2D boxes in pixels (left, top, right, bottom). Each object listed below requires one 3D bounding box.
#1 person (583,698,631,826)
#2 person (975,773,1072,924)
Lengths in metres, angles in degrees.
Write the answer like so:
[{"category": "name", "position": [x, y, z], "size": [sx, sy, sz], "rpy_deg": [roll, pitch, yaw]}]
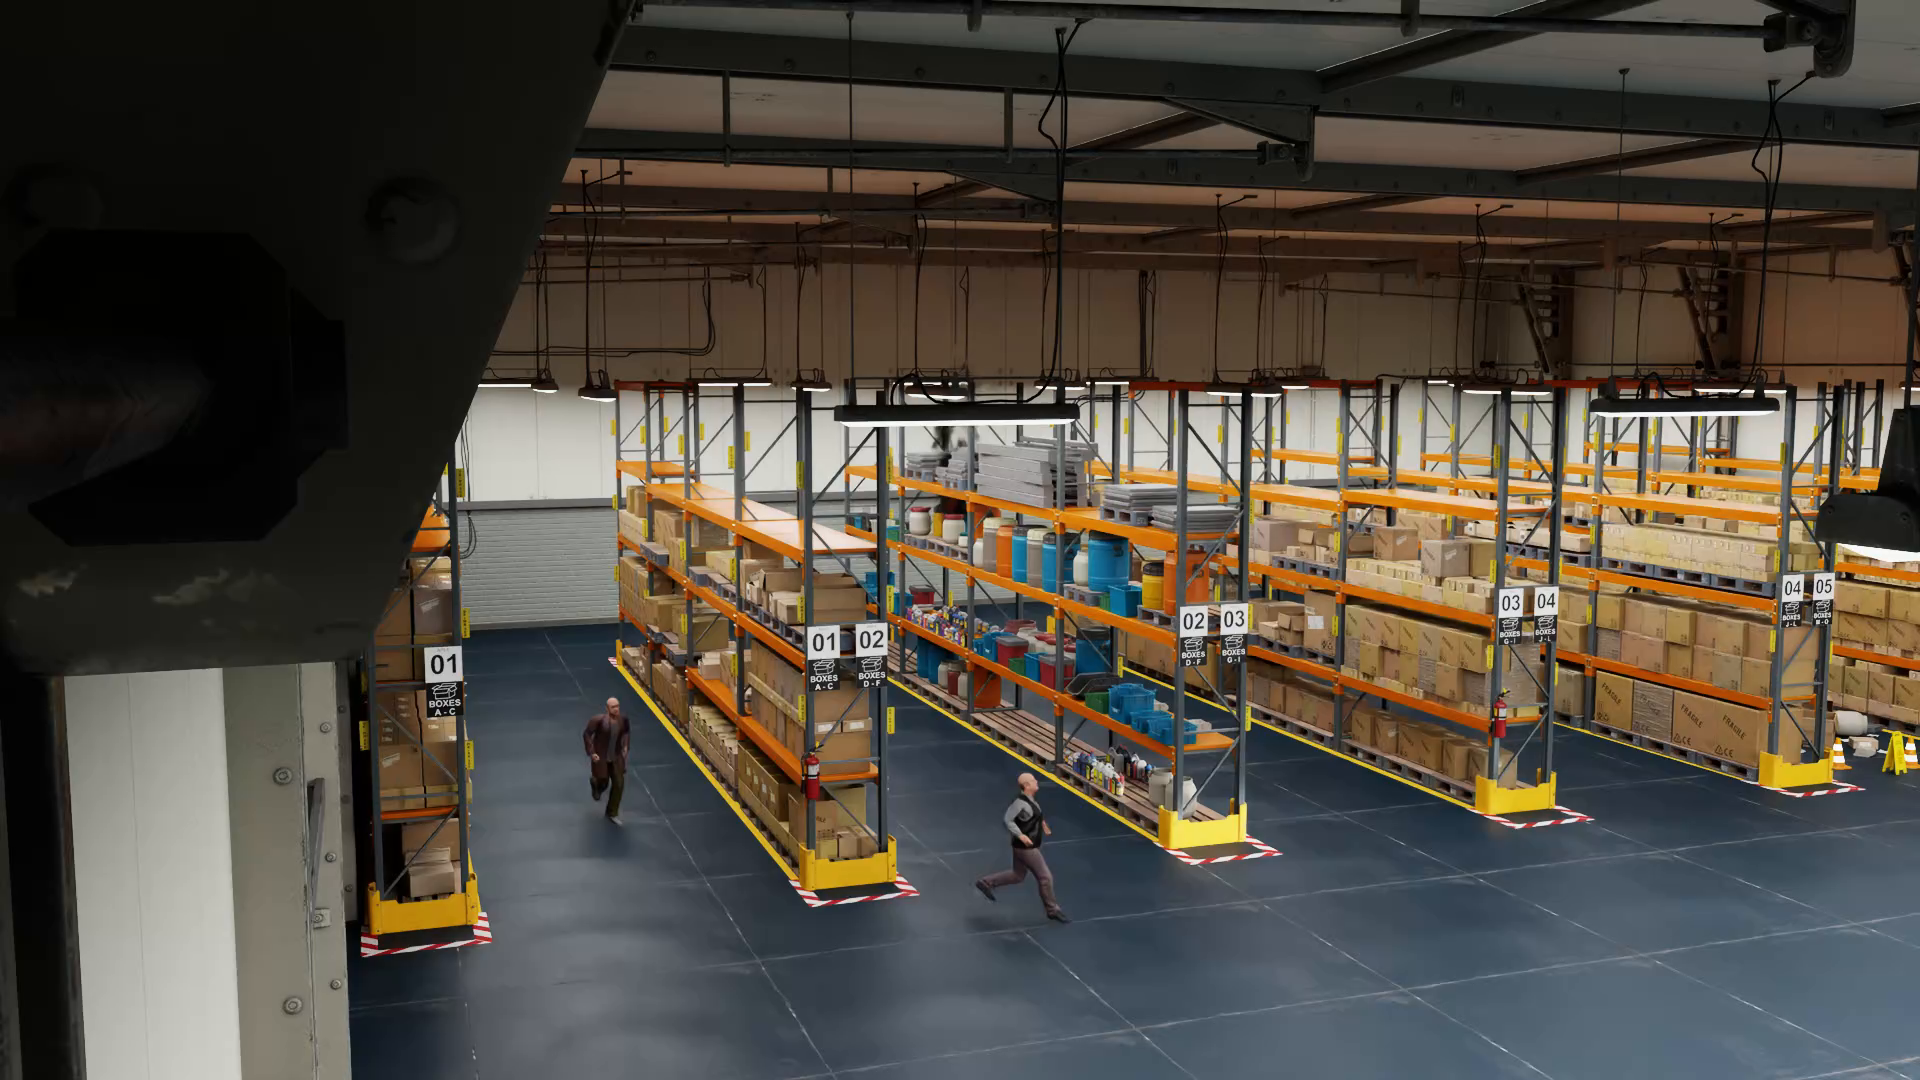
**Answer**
[{"category": "person", "position": [-4.916, 3.041, 23.173], "size": [0.718, 1.759, 0.938], "rpy_deg": [-4, 7, -33]}, {"category": "person", "position": [0.743, 3.493, 18.942], "size": [1.083, 1.723, 0.628], "rpy_deg": [0, 6, 2]}]
